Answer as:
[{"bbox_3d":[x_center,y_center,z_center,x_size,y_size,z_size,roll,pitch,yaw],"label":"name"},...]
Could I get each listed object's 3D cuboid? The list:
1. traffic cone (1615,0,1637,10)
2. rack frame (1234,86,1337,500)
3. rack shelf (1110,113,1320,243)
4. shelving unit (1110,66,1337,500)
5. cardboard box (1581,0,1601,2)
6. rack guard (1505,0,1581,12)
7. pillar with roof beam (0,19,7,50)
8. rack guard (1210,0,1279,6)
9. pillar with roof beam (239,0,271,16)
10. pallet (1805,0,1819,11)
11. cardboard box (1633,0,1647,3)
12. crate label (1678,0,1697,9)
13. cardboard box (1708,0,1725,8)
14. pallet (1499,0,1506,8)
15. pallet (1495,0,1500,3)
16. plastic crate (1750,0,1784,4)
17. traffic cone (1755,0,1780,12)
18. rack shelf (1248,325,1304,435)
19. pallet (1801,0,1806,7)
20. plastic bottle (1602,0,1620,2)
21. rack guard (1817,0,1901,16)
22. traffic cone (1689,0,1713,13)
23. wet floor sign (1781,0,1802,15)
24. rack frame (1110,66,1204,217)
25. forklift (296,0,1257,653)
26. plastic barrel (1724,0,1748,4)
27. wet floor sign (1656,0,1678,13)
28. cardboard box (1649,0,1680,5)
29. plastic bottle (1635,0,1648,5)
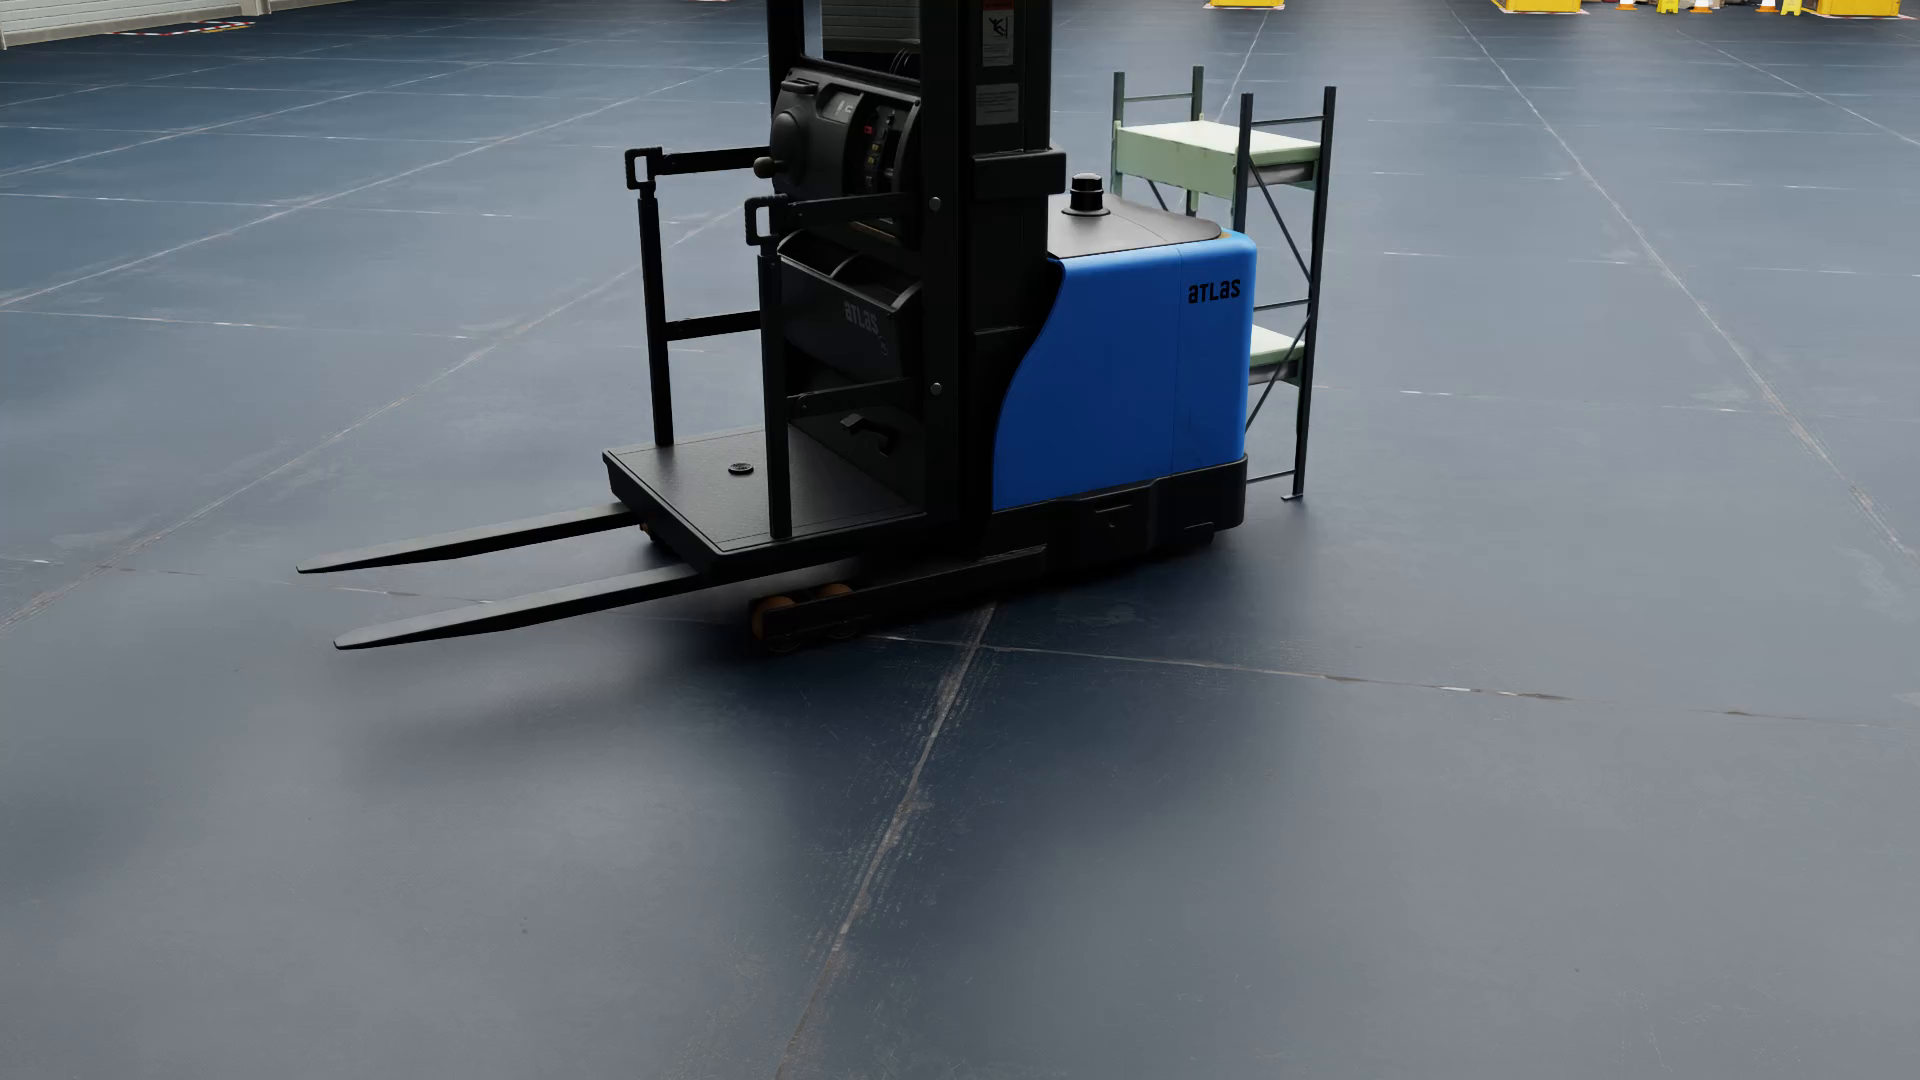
[{"bbox_3d":[11.298,-9.219,28.124,0.336,0.463,0.334,4,22,11],"label":"traffic cone"},{"bbox_3d":[1.114,-0.826,5.896,0.400,1.500,0.023,-12,25,-28],"label":"rack frame"},{"bbox_3d":[0.929,-1.306,6.044,0.431,0.370,0.720,-12,25,-28],"label":"rack shelf"},{"bbox_3d":[0.929,-0.944,6.190,0.431,1.500,0.755,-12,25,-28],"label":"shelving unit"},{"bbox_3d":[11.303,-9.968,29.931,0.500,0.500,0.500,8,23,20],"label":"cardboard box"},{"bbox_3d":[9.794,-9.141,27.882,1.175,0.500,0.348,4,22,11],"label":"rack guard"},{"bbox_3d":[-8.521,-10.245,19.247,9.100,9.000,0.400,4,22,11],"label":"pillar with roof beam"},{"bbox_3d":[4.980,-9.593,29.003,1.175,0.500,0.348,4,22,11],"label":"rack guard"},{"bbox_3d":[-7.297,-12.439,24.695,9.100,9.000,0.400,4,22,11],"label":"pillar with roof beam"},{"bbox_3d":[14.882,-8.998,27.912,1.003,0.211,1.213,4,22,11],"label":"pallet"},{"bbox_3d":[12.068,-9.735,29.670,0.396,0.266,0.258,8,23,20],"label":"cardboard box"},{"bbox_3d":[12.434,-9.149,28.388,0.250,0.136,0.298,-7,23,-17],"label":"crate label"},{"bbox_3d":[12.956,-9.280,28.696,0.380,0.149,0.250,18,28,38],"label":"cardboard box"},{"bbox_3d":[9.886,-9.314,28.698,1.003,0.211,1.213,4,22,11],"label":"pallet"},{"bbox_3d":[10.137,-9.759,29.803,1.003,0.211,1.213,4,22,11],"label":"pallet"},{"bbox_3d":[14.359,-9.566,29.499,0.402,0.080,0.583,-3,22,-8],"label":"plastic crate"},{"bbox_3d":[13.491,-9.048,27.700,0.336,0.463,0.334,4,22,11],"label":"traffic cone"},{"bbox_3d":[0.929,-0.641,6.311,0.431,0.370,0.720,-12,25,-28],"label":"rack shelf"},{"bbox_3d":[15.133,-9.443,29.017,1.003,0.211,1.213,4,22,11],"label":"pallet"},{"bbox_3d":[11.641,-9.642,29.713,0.283,0.061,0.133,-3,22,-8],"label":"plastic bottle"},{"bbox_3d":[14.681,-8.837,27.127,1.175,0.500,0.348,4,22,11],"label":"rack guard"},{"bbox_3d":[12.335,-9.008,27.601,0.336,0.463,0.334,4,22,11],"label":"traffic cone"},{"bbox_3d":[13.580,-8.889,27.061,0.267,0.644,0.232,13,25,29],"label":"wet floor sign"},{"bbox_3d":[0.744,-1.062,6.483,0.400,1.500,0.023,-12,25,-28],"label":"rack frame"},{"bbox_3d":[-0.542,-1.245,5.022,3.031,2.935,1.130,-12,25,-27],"label":"forklift"},{"bbox_3d":[13.605,-9.645,29.235,0.421,0.421,0.512,-16,27,-35],"label":"plastic barrel"},{"bbox_3d":[11.732,-9.056,27.475,0.267,0.644,0.232,1,22,2],"label":"wet floor sign"},{"bbox_3d":[12.546,-9.646,29.132,0.797,0.503,0.637,-11,25,-26],"label":"cardboard box"},{"bbox_3d":[11.996,-9.475,29.299,0.133,0.061,0.283,-3,22,-8],"label":"plastic bottle"}]
